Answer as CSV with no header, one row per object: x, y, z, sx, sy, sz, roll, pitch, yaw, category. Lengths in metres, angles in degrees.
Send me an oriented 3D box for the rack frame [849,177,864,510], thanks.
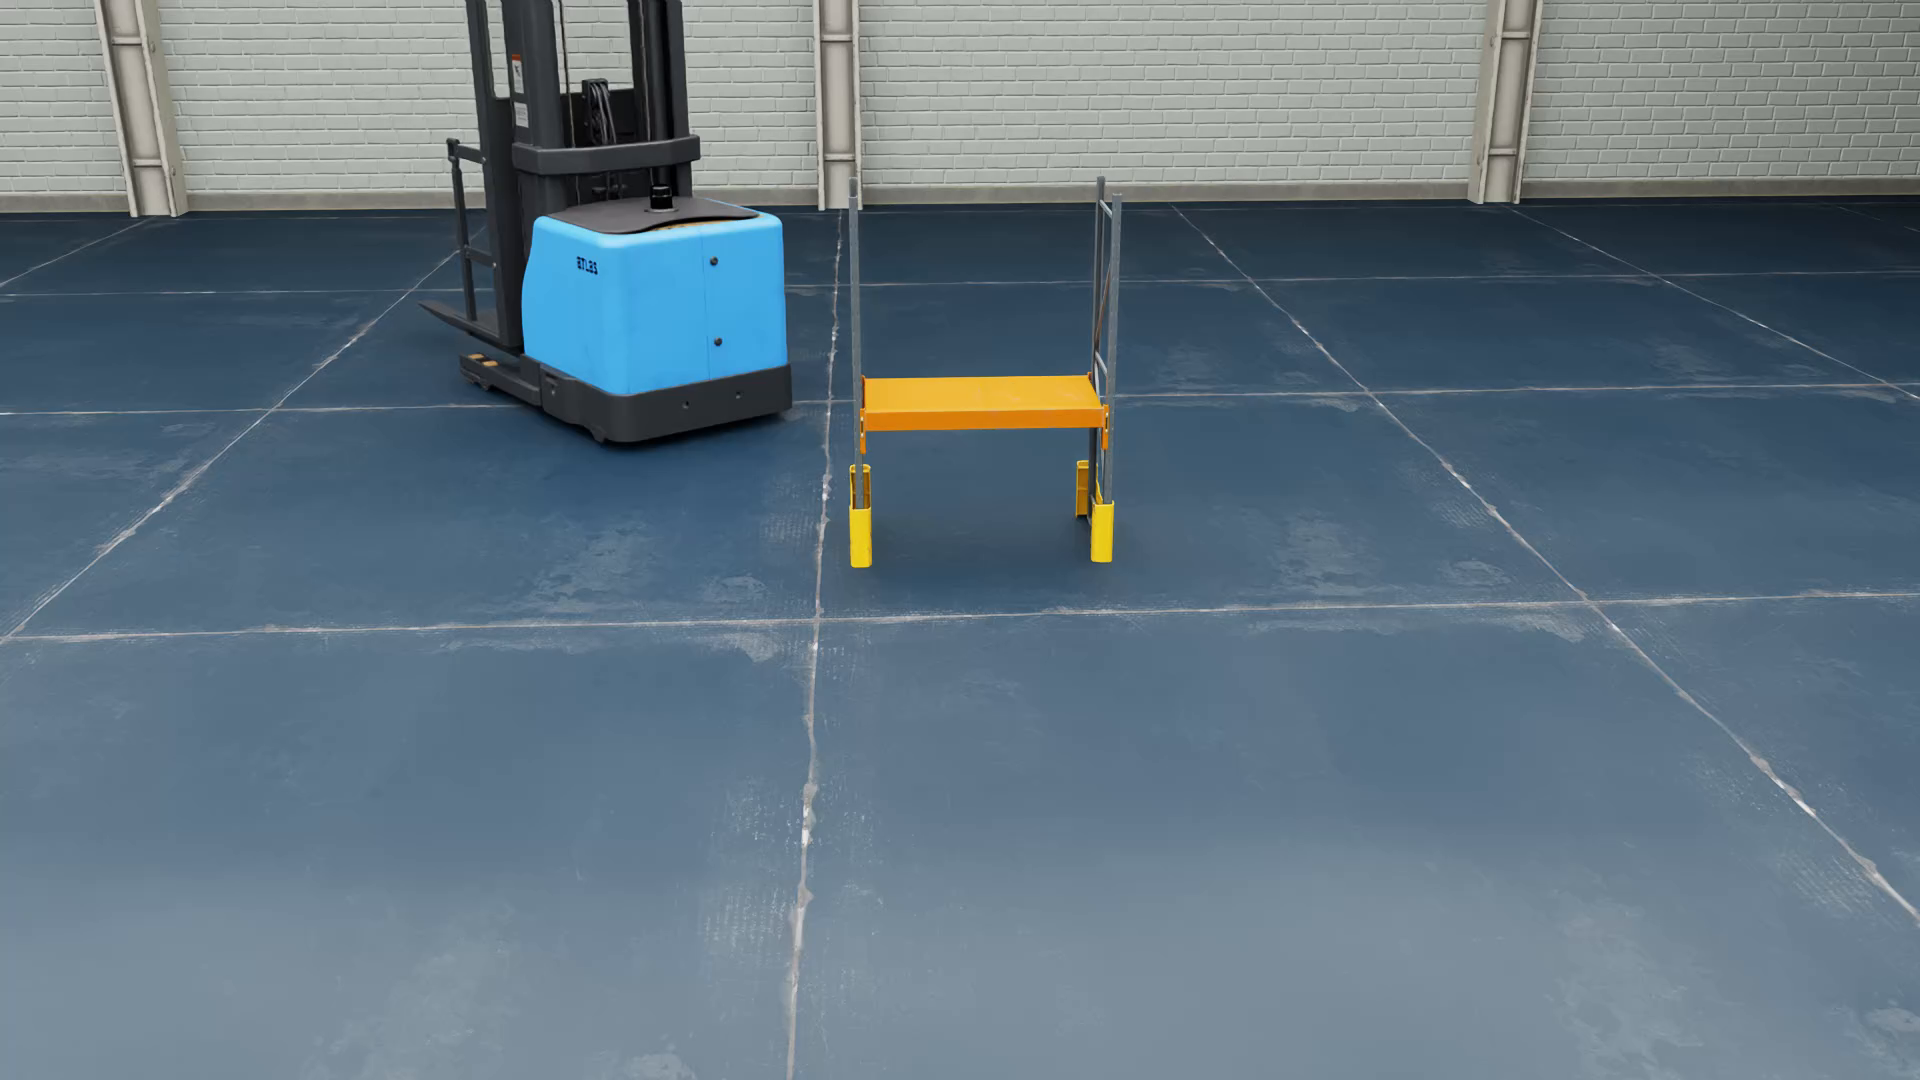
-0.422,-0.692,6.832,0.032,1.500,0.500,-1,21,-3,rack frame

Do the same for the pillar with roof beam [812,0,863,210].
-0.830,-5.684,9.402,0.400,9.000,9.100,-1,21,-3,pillar with roof beam

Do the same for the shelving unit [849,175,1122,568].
0.076,-0.702,6.858,1.083,1.500,0.587,-1,21,-3,shelving unit

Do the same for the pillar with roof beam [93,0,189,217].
-6.820,-5.562,9.082,0.400,9.000,9.100,-1,21,-3,pillar with roof beam

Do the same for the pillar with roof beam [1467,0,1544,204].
5.160,-5.806,9.722,0.400,9.000,9.100,-1,21,-3,pillar with roof beam

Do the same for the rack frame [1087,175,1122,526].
0.593,-0.713,6.886,0.032,1.500,0.500,-1,21,-3,rack frame

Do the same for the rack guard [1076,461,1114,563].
0.573,-0.128,7.107,0.087,0.250,0.587,-1,21,-3,rack guard

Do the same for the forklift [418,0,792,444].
-2.192,-2.305,9.055,1.130,2.935,3.031,-16,26,-35,forklift

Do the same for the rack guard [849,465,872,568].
-0.421,-0.108,7.054,0.087,0.250,0.587,-1,21,-3,rack guard

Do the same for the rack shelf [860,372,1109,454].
0.085,-0.535,6.923,1.000,0.185,0.538,-1,21,-3,rack shelf
